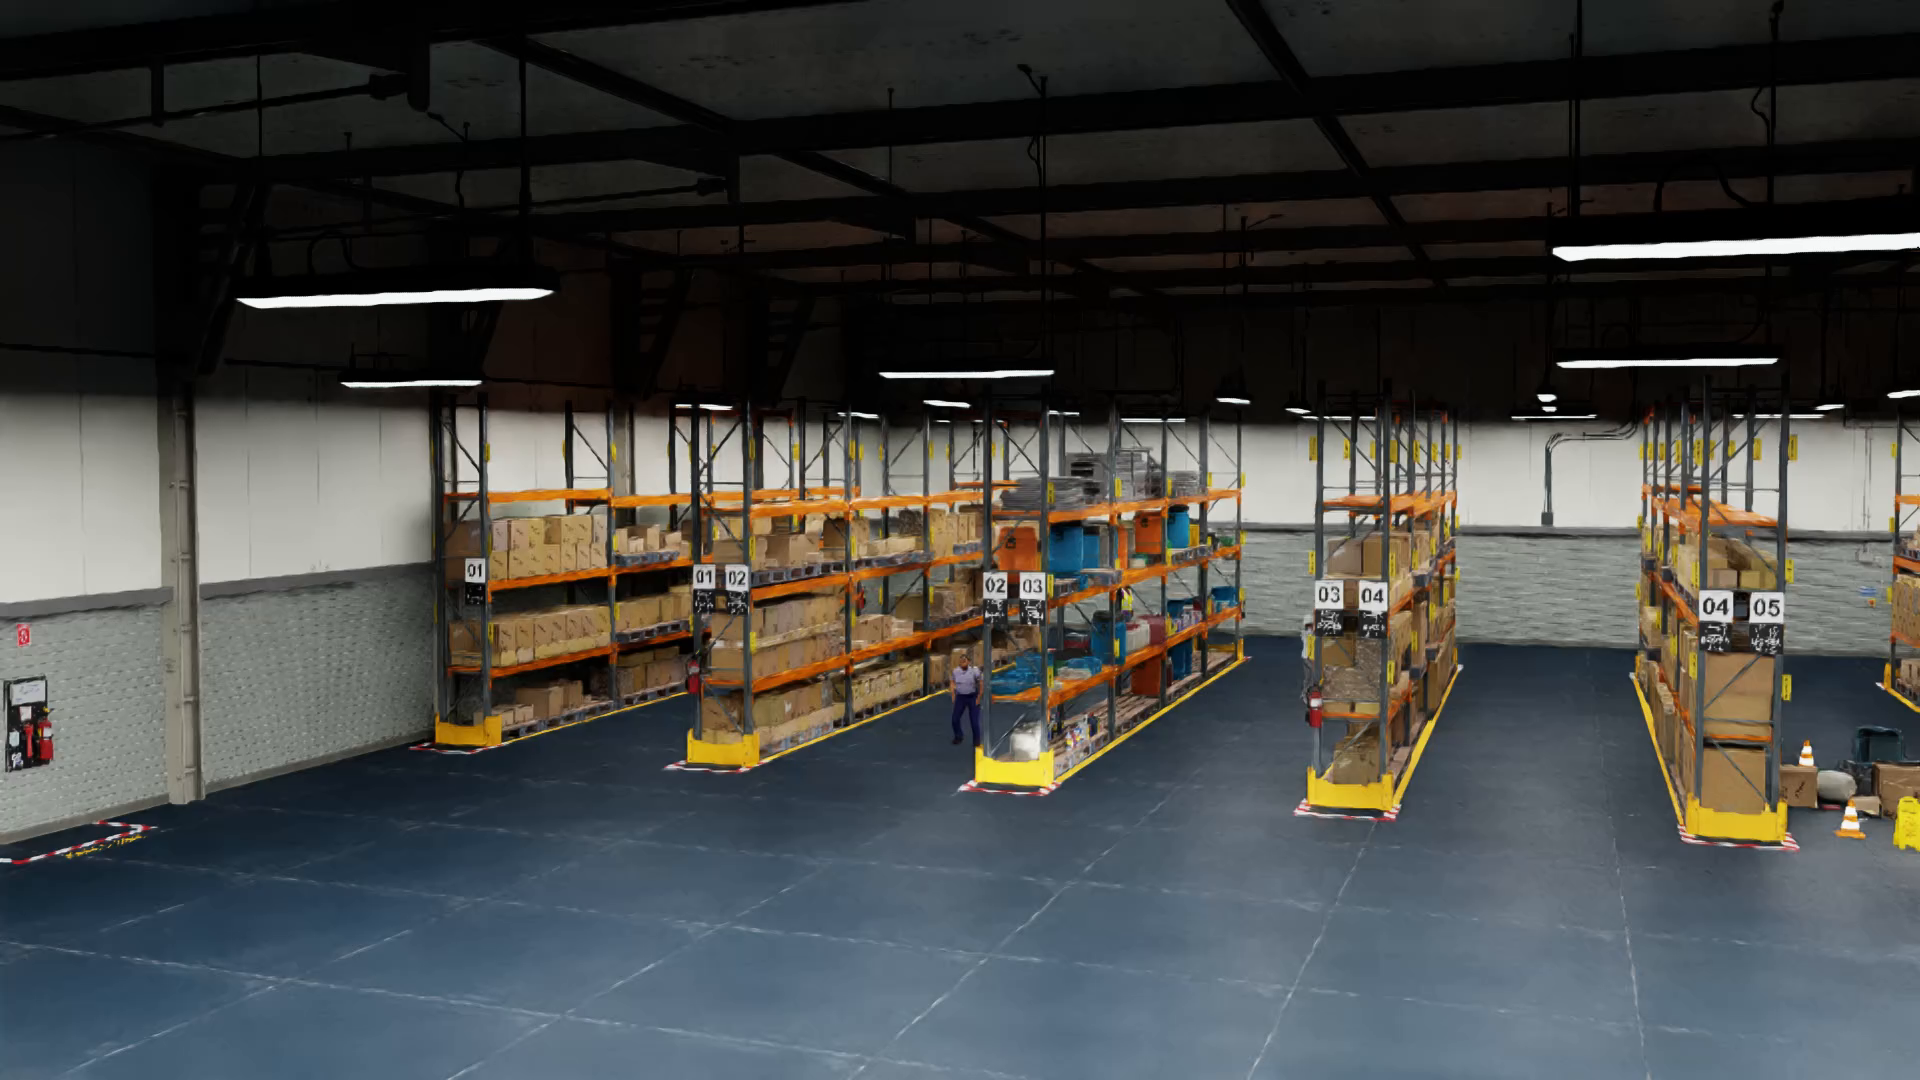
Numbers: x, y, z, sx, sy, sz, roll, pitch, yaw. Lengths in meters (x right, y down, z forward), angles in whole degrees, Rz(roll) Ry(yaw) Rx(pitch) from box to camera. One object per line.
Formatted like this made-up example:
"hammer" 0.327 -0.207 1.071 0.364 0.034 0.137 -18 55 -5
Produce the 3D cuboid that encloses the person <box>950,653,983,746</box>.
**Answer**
"person" 0.117 2.706 28.297 0.625 1.596 0.517 1 3 17

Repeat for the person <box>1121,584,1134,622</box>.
"person" 4.262 1.825 42.817 0.432 1.767 0.644 3 4 40

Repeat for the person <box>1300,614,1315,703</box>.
"person" 6.933 2.362 32.928 0.445 1.768 0.576 0 3 -8
